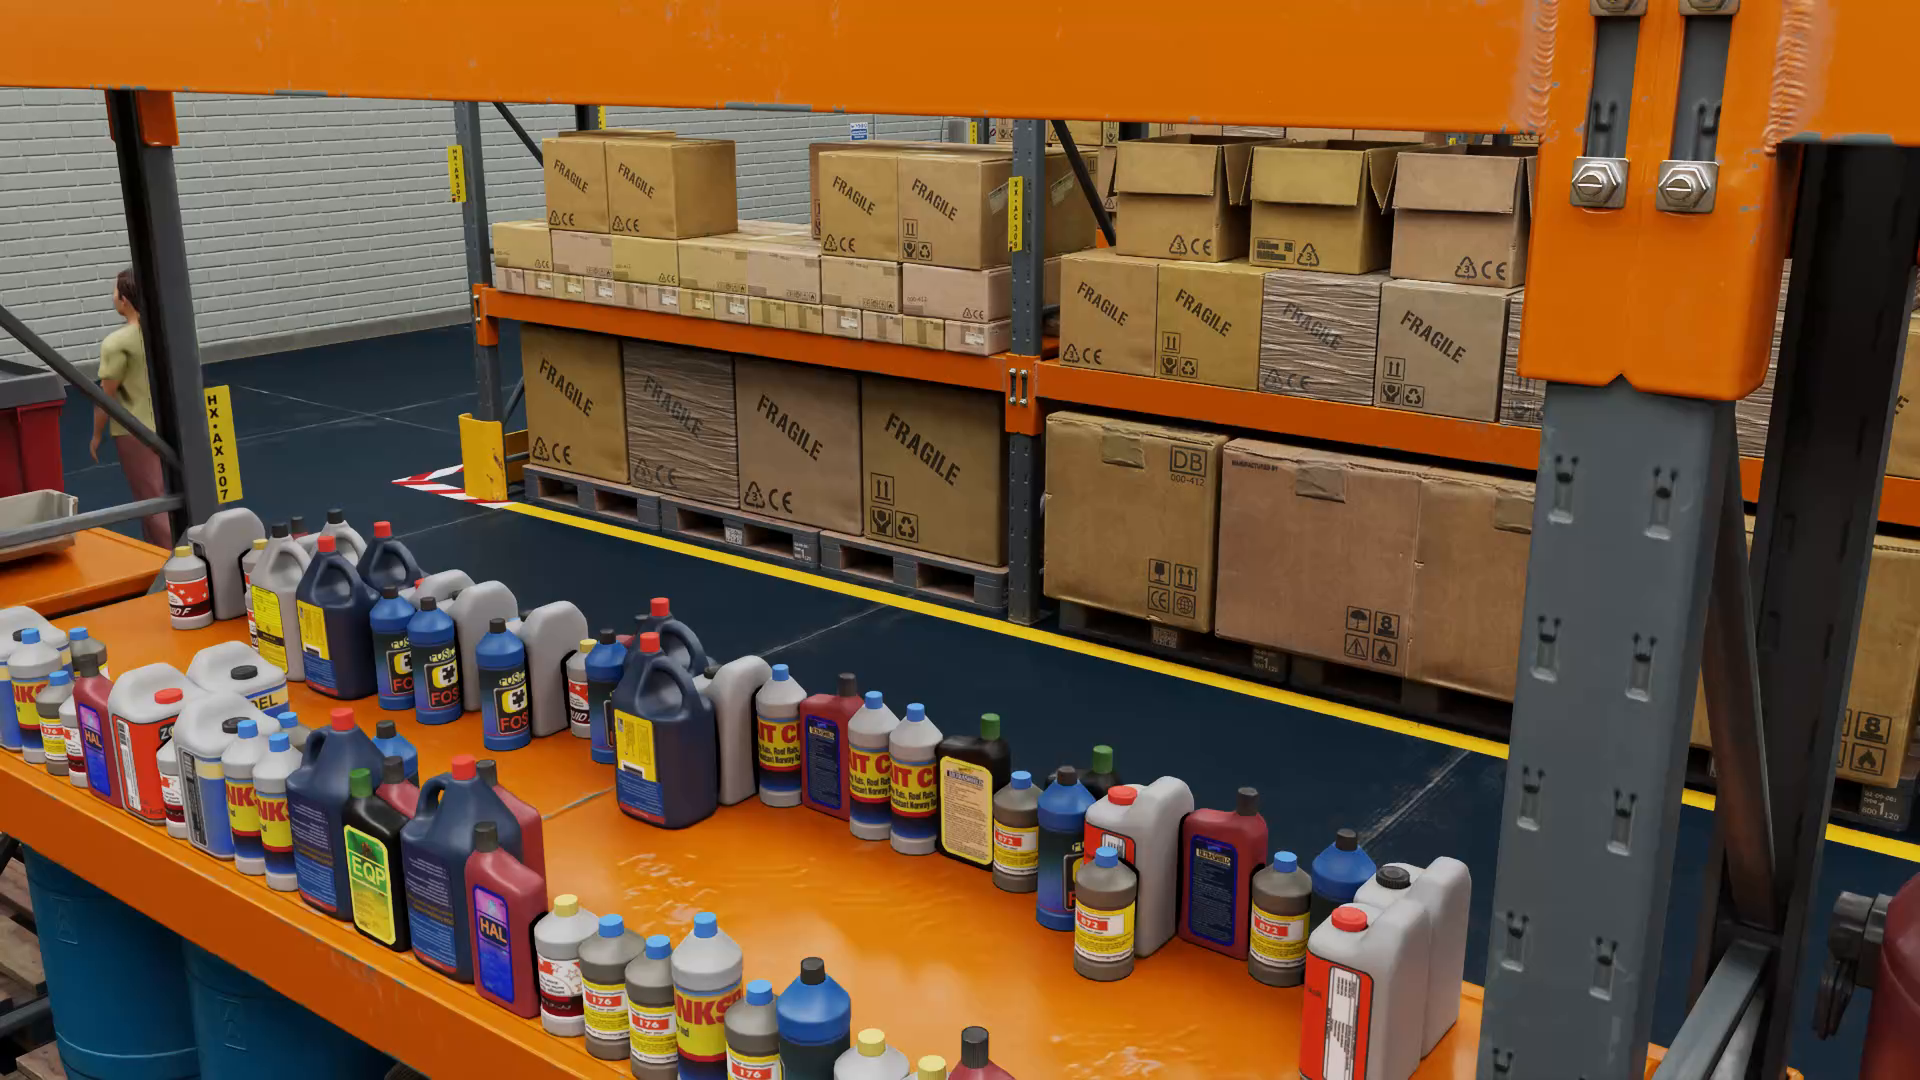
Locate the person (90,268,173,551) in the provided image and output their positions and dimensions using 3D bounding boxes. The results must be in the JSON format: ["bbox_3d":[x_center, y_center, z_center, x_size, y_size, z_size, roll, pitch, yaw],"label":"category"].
[{"bbox_3d":[-4.057,-0.491,8.239,0.674,1.714,0.478,9,19,28],"label":"person"}]
